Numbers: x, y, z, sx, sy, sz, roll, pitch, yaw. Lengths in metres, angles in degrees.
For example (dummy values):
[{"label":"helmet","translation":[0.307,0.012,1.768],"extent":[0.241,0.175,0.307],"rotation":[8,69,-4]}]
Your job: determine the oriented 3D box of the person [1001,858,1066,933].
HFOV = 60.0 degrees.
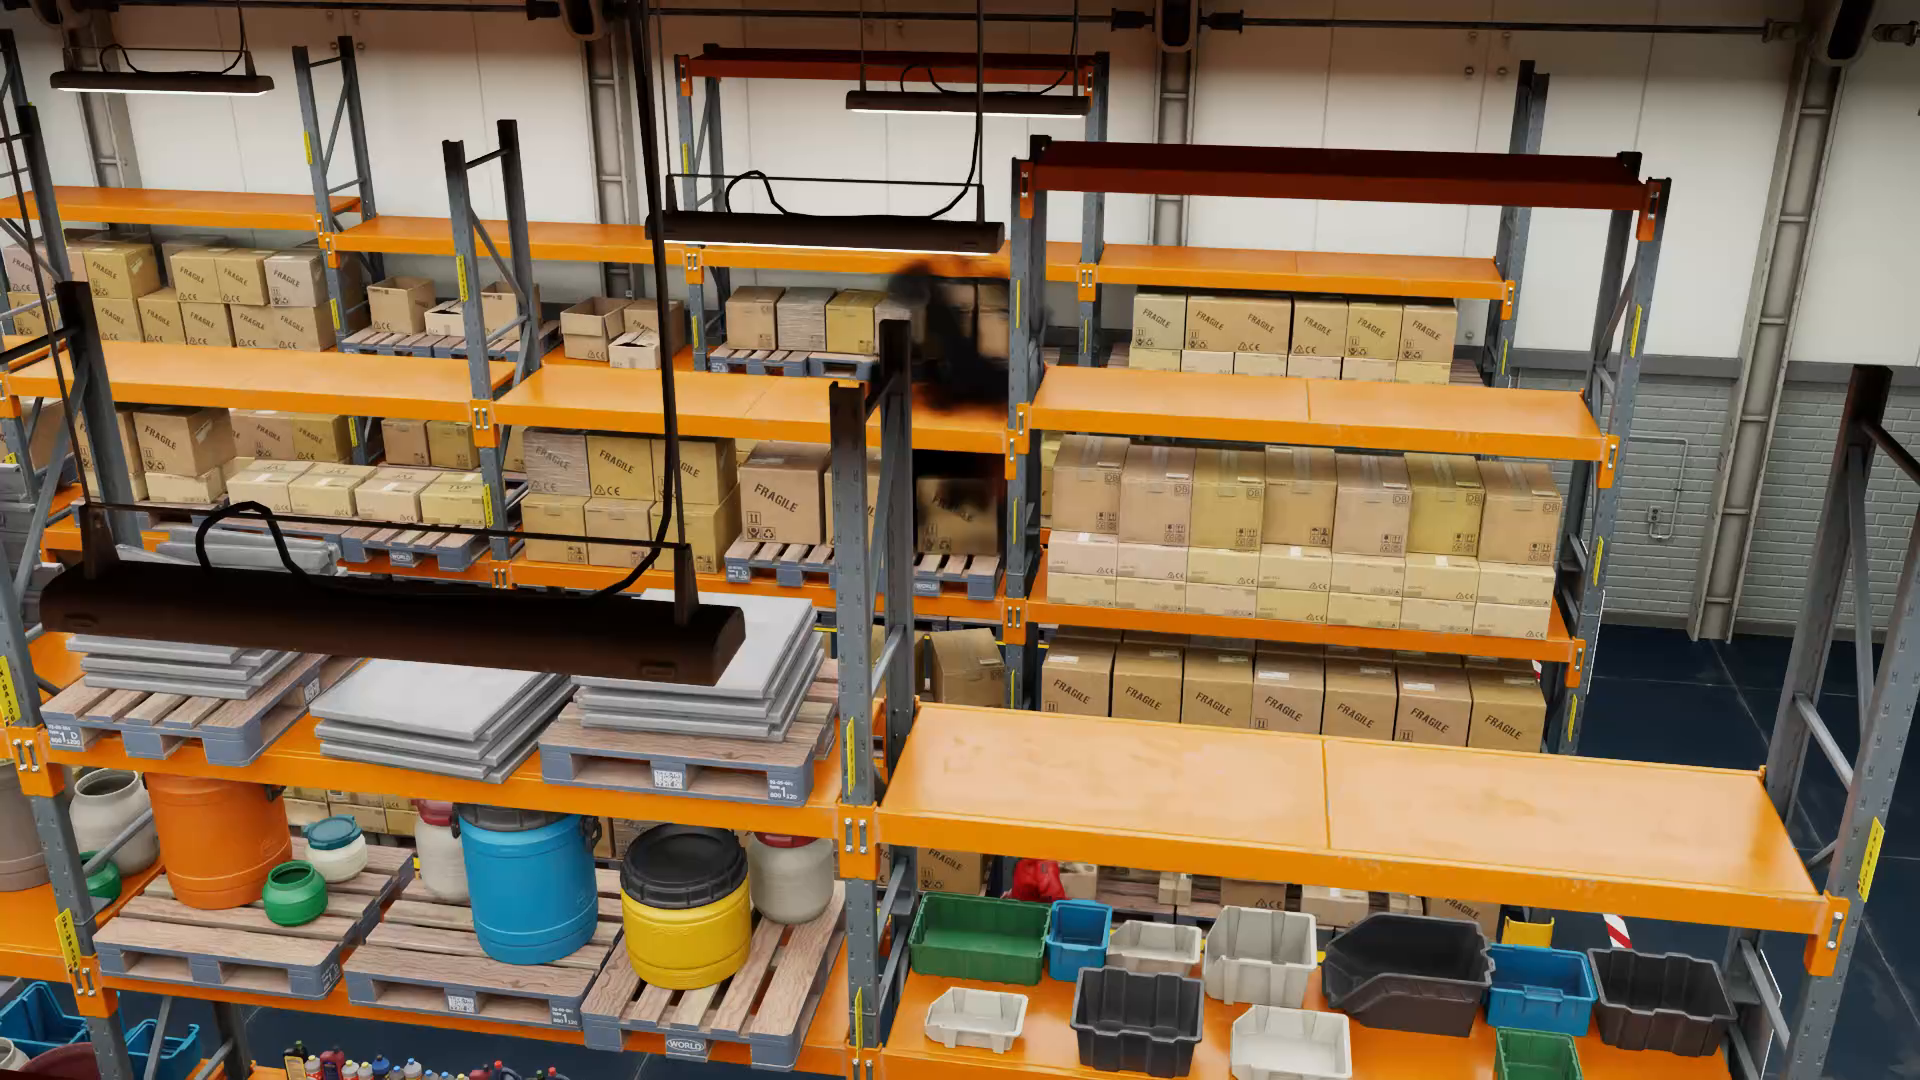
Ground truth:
[{"label":"person","translation":[0.542,2.631,11.291],"extent":[0.544,1.714,0.649],"rotation":[-1,23,-2]}]
